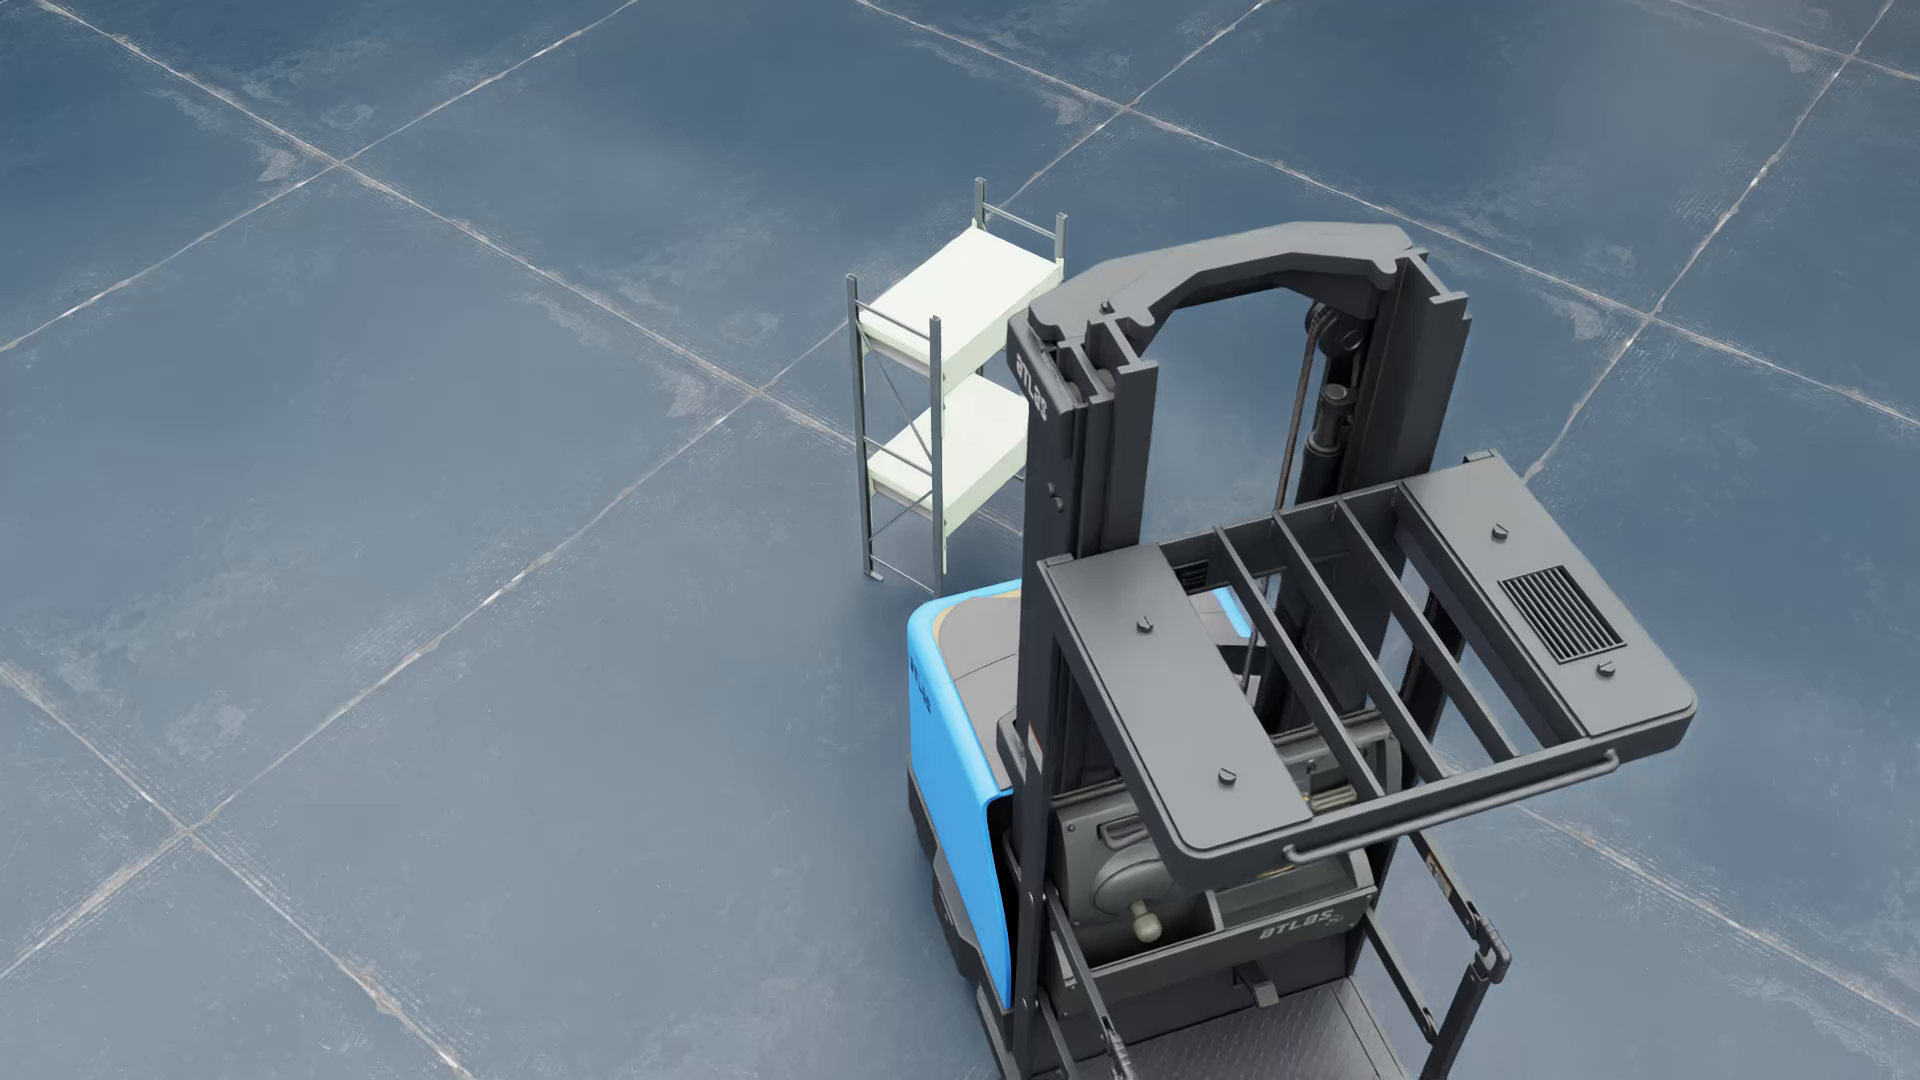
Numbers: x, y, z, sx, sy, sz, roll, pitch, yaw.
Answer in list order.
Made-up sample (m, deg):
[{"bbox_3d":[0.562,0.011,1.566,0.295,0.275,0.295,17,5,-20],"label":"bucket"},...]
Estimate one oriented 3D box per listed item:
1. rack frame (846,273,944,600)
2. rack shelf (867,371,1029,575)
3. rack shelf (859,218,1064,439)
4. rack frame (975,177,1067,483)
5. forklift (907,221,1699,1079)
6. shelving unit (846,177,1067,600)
[{"bbox_3d":[-0.228,-0.305,6.169,0.400,1.500,0.023,29,53,25],"label":"rack frame"},{"bbox_3d":[-0.004,-0.289,6.604,0.431,0.370,0.720,29,53,25],"label":"rack shelf"},{"bbox_3d":[-0.004,-0.784,6.087,0.431,0.370,0.720,29,53,25],"label":"rack shelf"},{"bbox_3d":[0.220,-0.724,6.569,0.400,1.500,0.023,29,53,25],"label":"rack frame"},{"bbox_3d":[0.767,0.839,4.087,1.130,2.935,3.031,-14,48,-13],"label":"forklift"},{"bbox_3d":[-0.004,-0.514,6.369,0.431,1.500,0.755,29,53,25],"label":"shelving unit"}]
